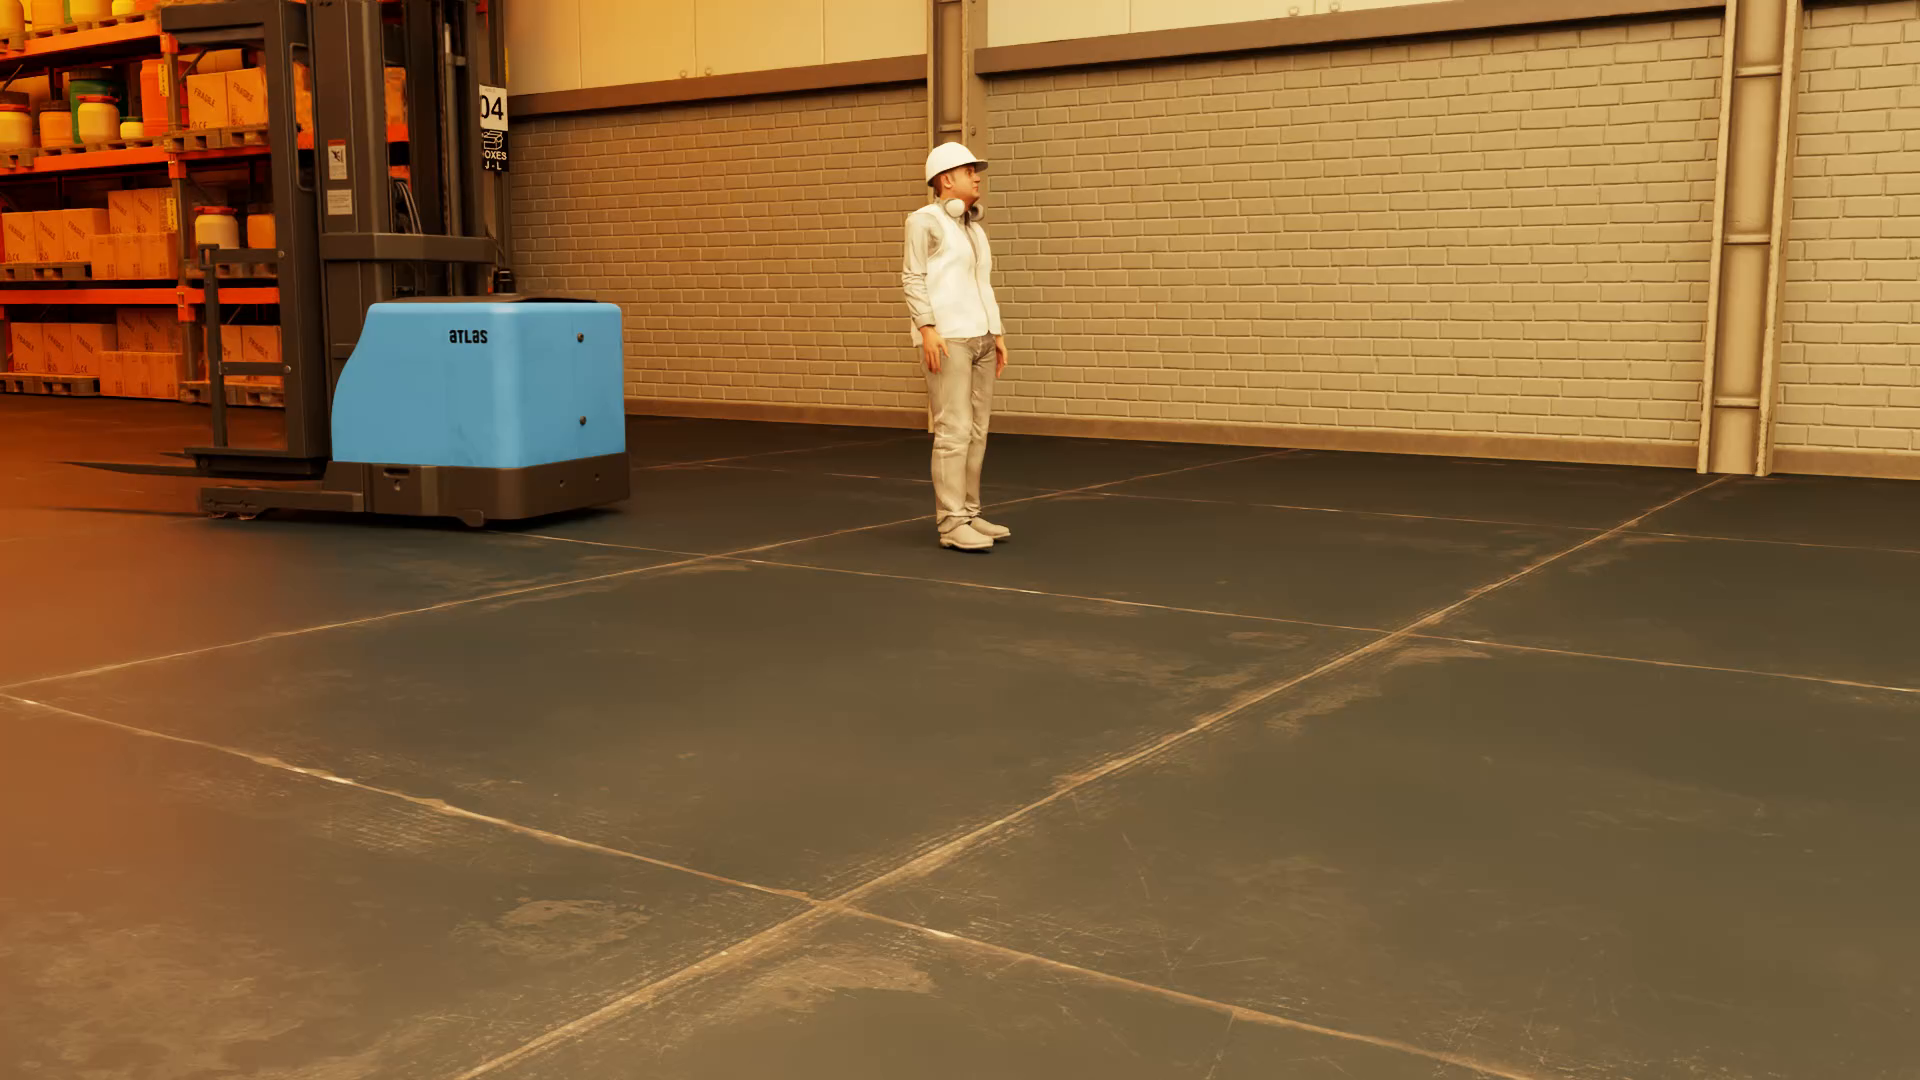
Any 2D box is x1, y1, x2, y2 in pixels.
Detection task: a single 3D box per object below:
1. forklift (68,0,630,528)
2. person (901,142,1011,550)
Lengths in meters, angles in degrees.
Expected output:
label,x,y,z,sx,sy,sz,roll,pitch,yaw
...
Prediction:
label,x,y,z,sx,sy,sz,roll,pitch,yaw
forklift,-3.284,-1.616,8.555,3.031,2.935,1.130,3,9,21
person,0.048,-0.880,7.437,0.566,1.775,0.634,5,10,34
